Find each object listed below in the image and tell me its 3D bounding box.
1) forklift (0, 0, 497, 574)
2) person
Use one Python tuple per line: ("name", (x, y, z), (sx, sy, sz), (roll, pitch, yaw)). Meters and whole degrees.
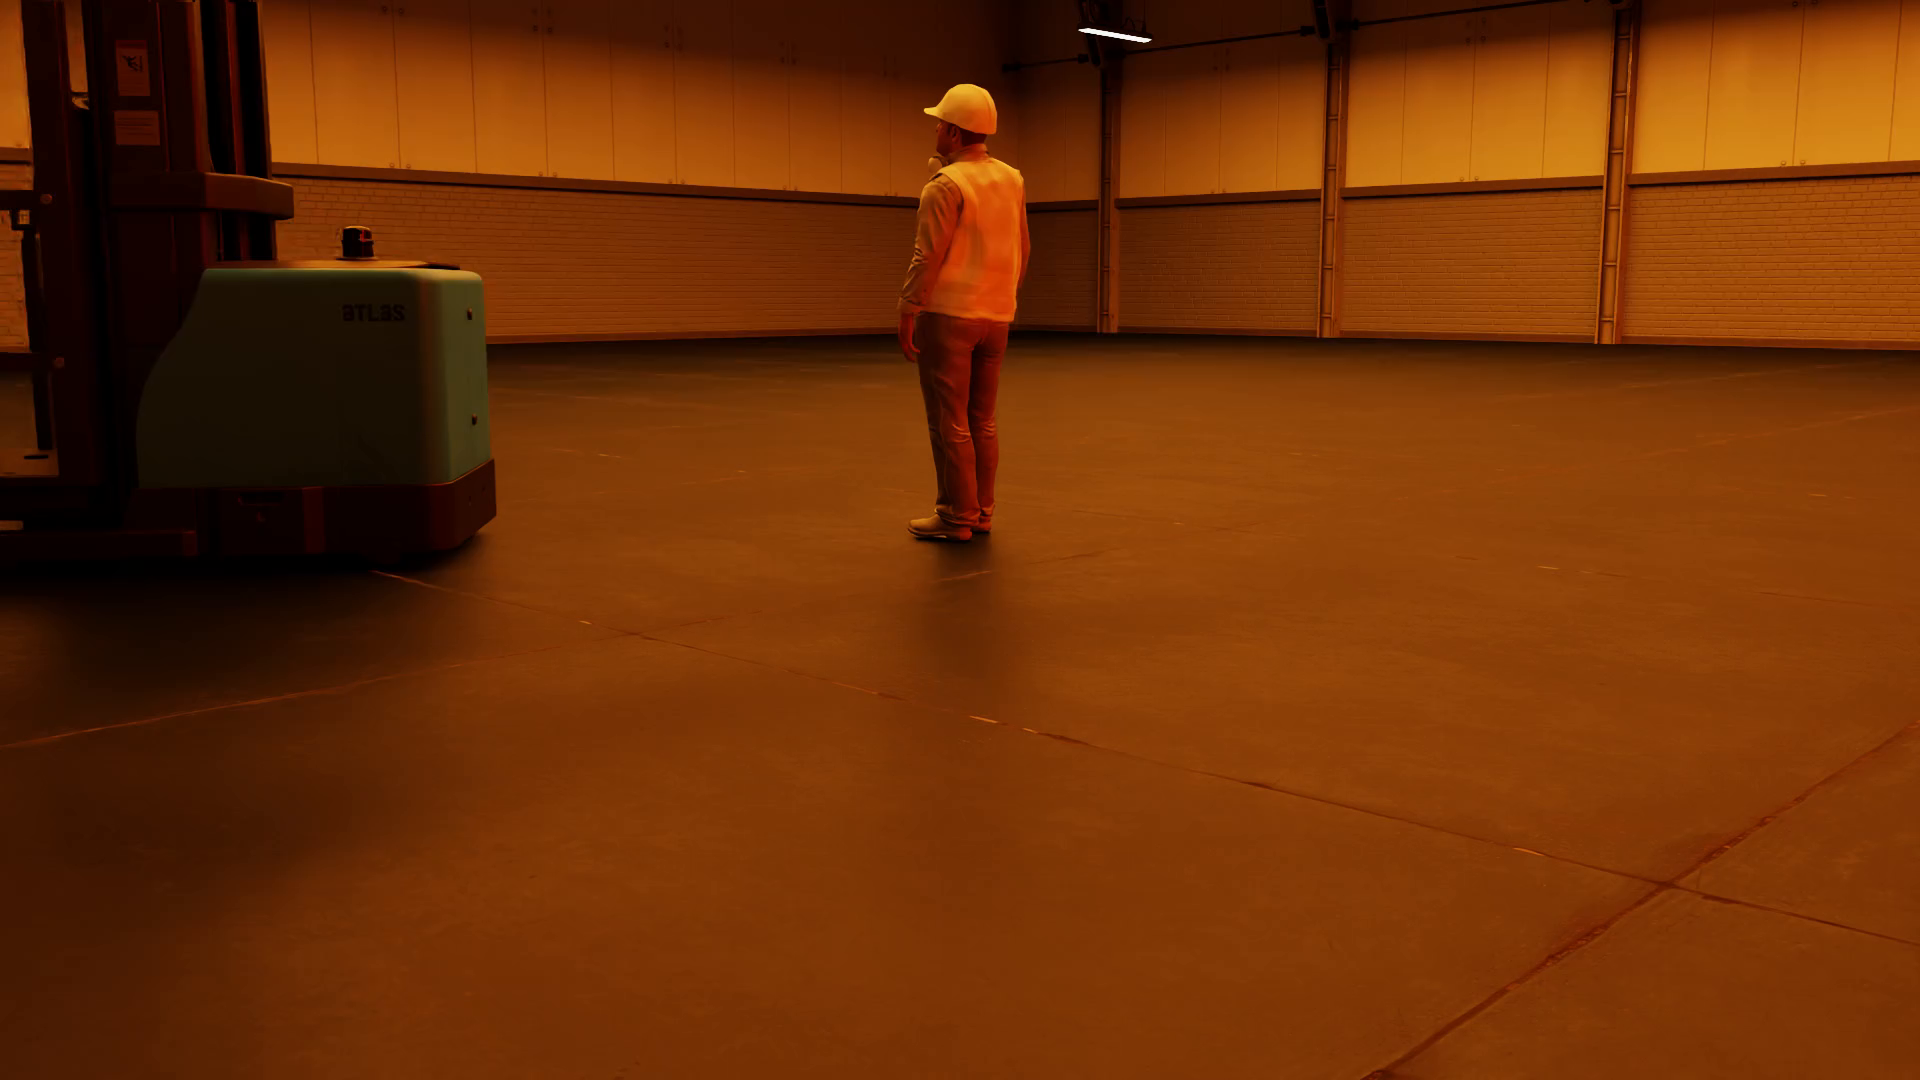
("forklift", (-3.386, -1.392, 6.119), (3.031, 2.935, 1.130), (-1, 9, -6))
("person", (-0.039, -0.892, 6.633), (0.568, 1.773, 0.632), (8, 12, 43))
